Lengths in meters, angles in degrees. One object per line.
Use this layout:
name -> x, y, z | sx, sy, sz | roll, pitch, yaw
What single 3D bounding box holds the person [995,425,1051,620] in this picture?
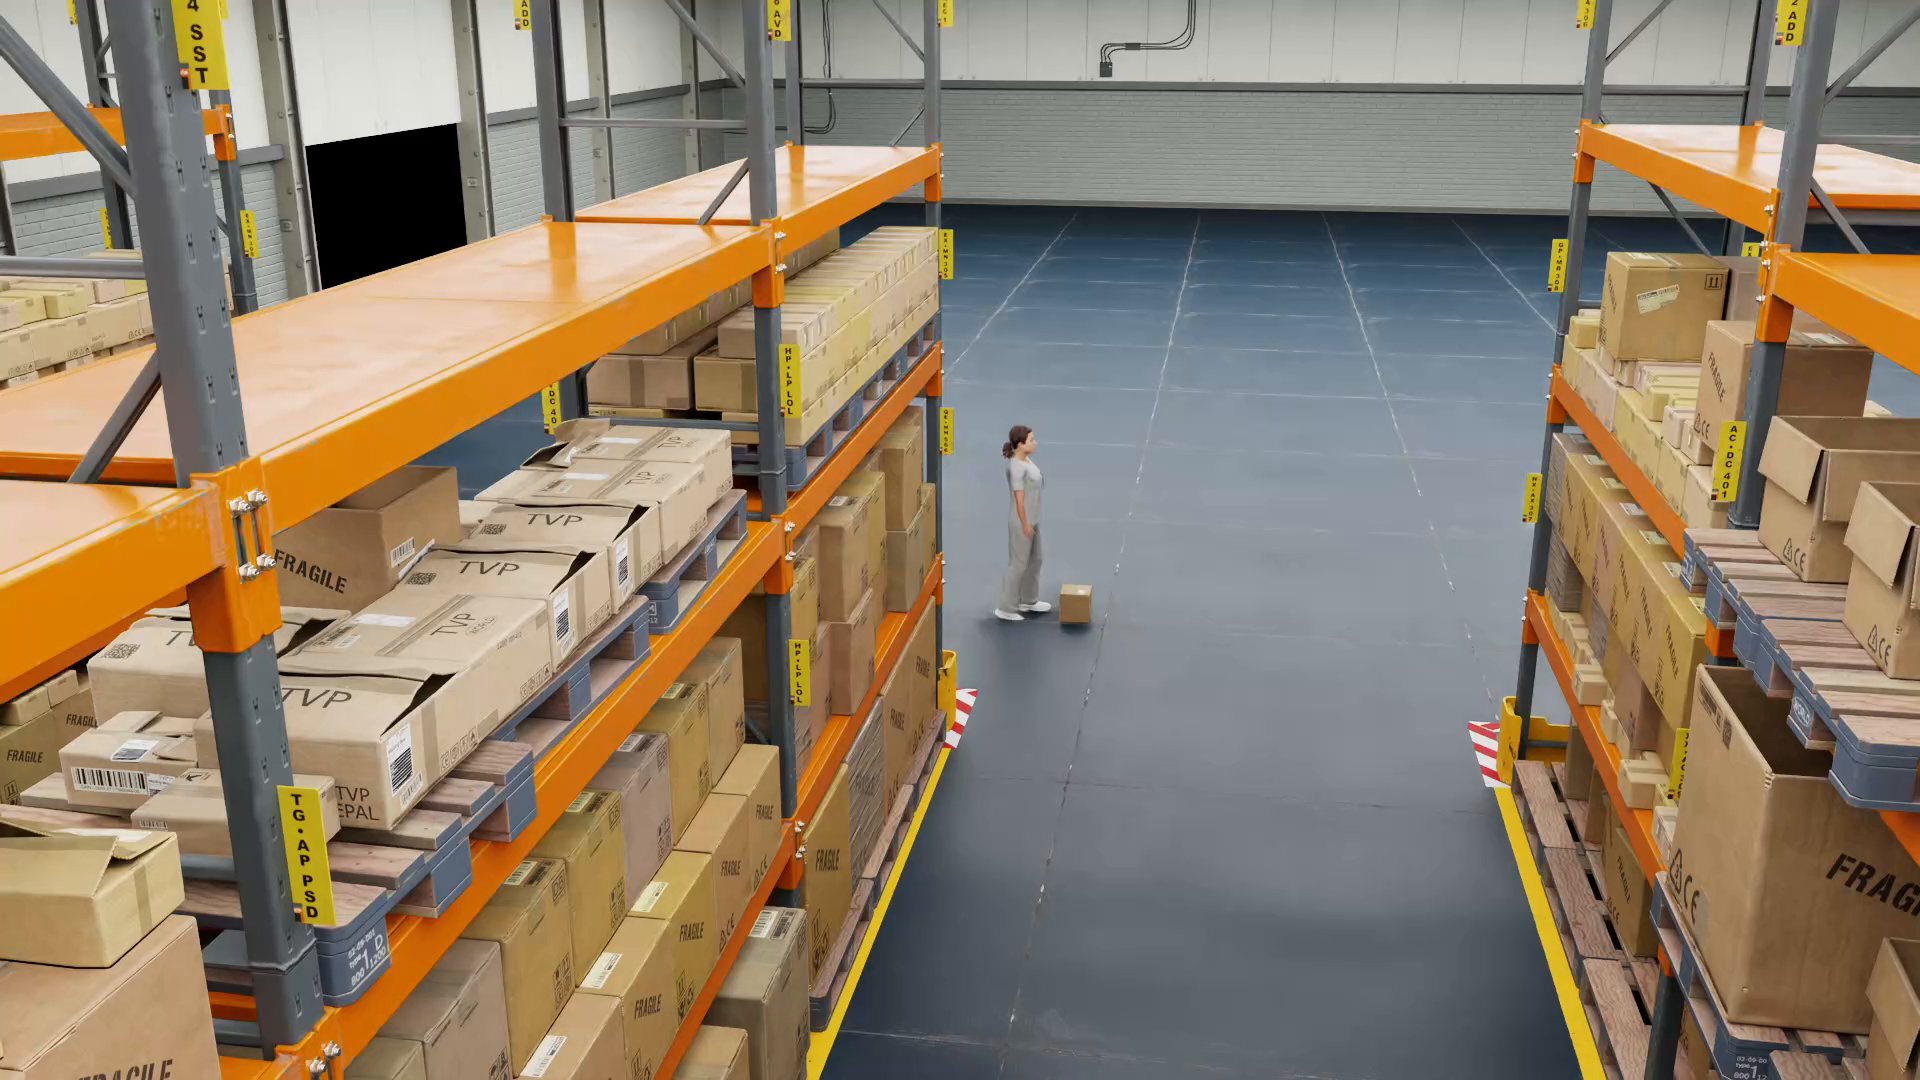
person -> 0.542, -0.133, 14.015 | 0.455, 1.714, 0.438 | 3, 18, 10
